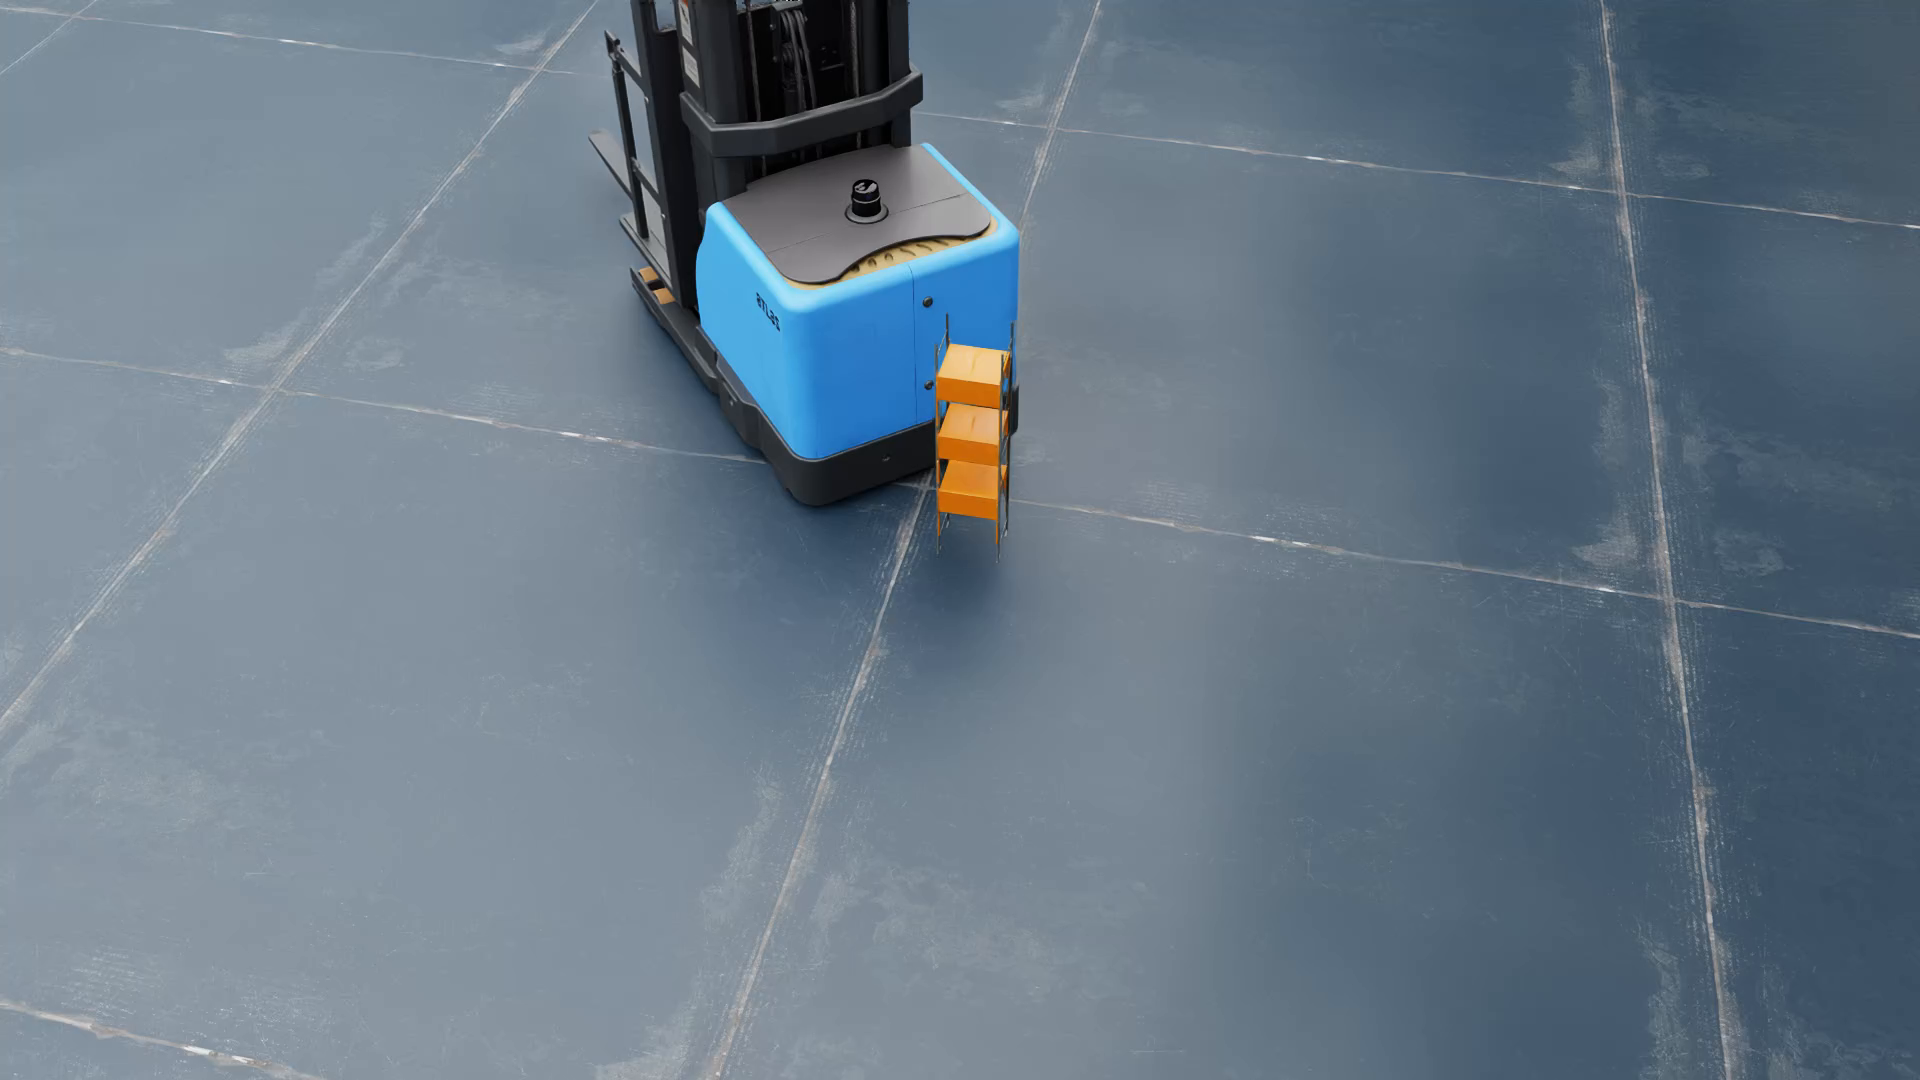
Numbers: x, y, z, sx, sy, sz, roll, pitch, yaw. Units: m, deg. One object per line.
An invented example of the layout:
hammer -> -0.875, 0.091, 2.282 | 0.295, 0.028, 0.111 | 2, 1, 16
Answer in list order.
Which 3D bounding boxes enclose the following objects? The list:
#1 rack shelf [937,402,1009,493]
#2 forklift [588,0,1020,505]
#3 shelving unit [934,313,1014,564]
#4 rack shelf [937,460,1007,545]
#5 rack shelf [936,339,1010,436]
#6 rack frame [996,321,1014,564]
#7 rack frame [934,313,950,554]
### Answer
rack shelf -> 0.052, -0.363, 6.385 | 0.240, 0.259, 0.215 | 9, 45, 9
forklift -> -0.905, -2.212, 6.935 | 1.130, 2.935, 3.031 | -21, 48, -20
shelving unit -> 0.052, -0.370, 6.378 | 0.252, 1.050, 0.215 | 9, 45, 9
rack shelf -> 0.052, -0.162, 6.578 | 0.240, 0.259, 0.215 | 9, 45, 9
rack shelf -> 0.052, -0.567, 6.188 | 0.240, 0.259, 0.215 | 9, 45, 9
rack frame -> 0.171, -0.352, 6.358 | 0.008, 1.050, 0.200 | 9, 45, 9
rack frame -> -0.067, -0.389, 6.397 | 0.008, 1.050, 0.200 | 9, 45, 9
